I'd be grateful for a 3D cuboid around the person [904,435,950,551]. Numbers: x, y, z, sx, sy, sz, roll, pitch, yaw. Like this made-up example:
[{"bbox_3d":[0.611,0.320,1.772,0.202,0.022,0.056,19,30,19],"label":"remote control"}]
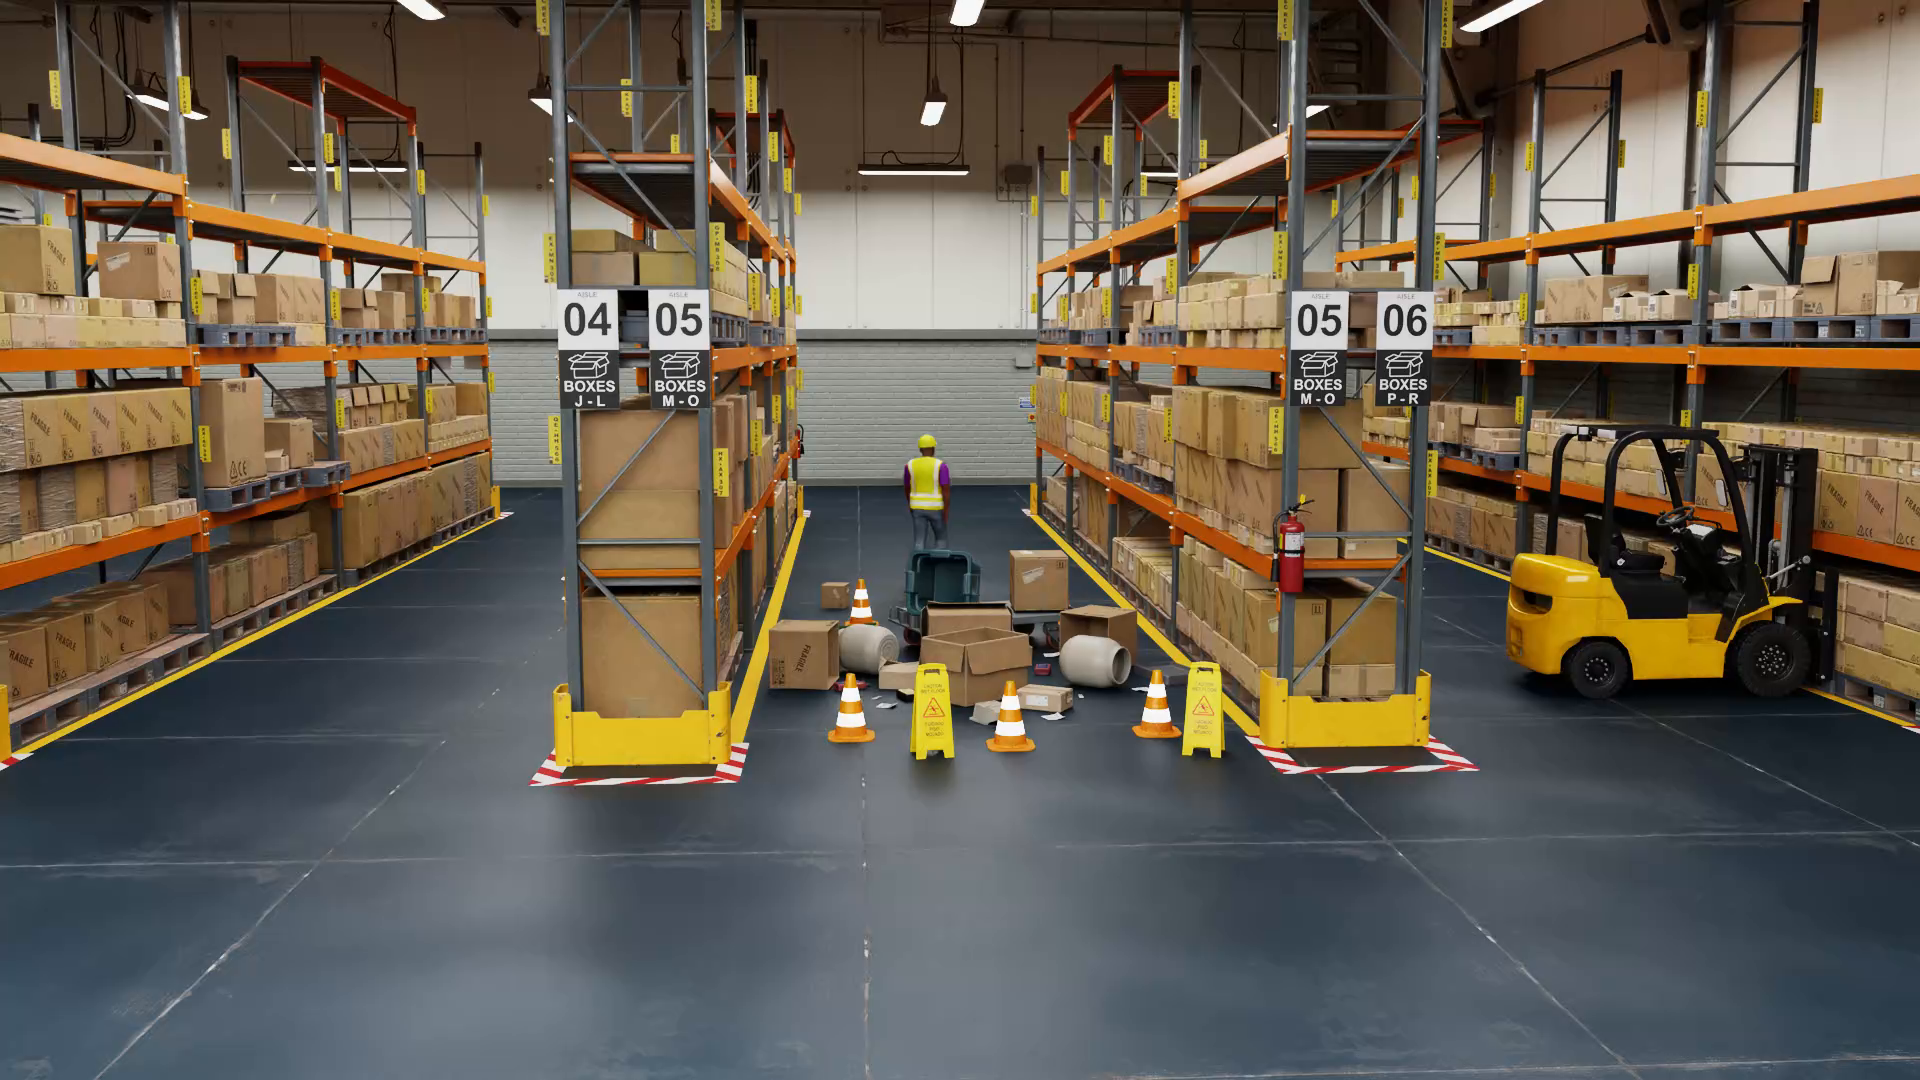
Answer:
[{"bbox_3d":[-0.365,-0.358,19.634,0.584,1.777,0.844,1,7,12],"label":"person"}]
